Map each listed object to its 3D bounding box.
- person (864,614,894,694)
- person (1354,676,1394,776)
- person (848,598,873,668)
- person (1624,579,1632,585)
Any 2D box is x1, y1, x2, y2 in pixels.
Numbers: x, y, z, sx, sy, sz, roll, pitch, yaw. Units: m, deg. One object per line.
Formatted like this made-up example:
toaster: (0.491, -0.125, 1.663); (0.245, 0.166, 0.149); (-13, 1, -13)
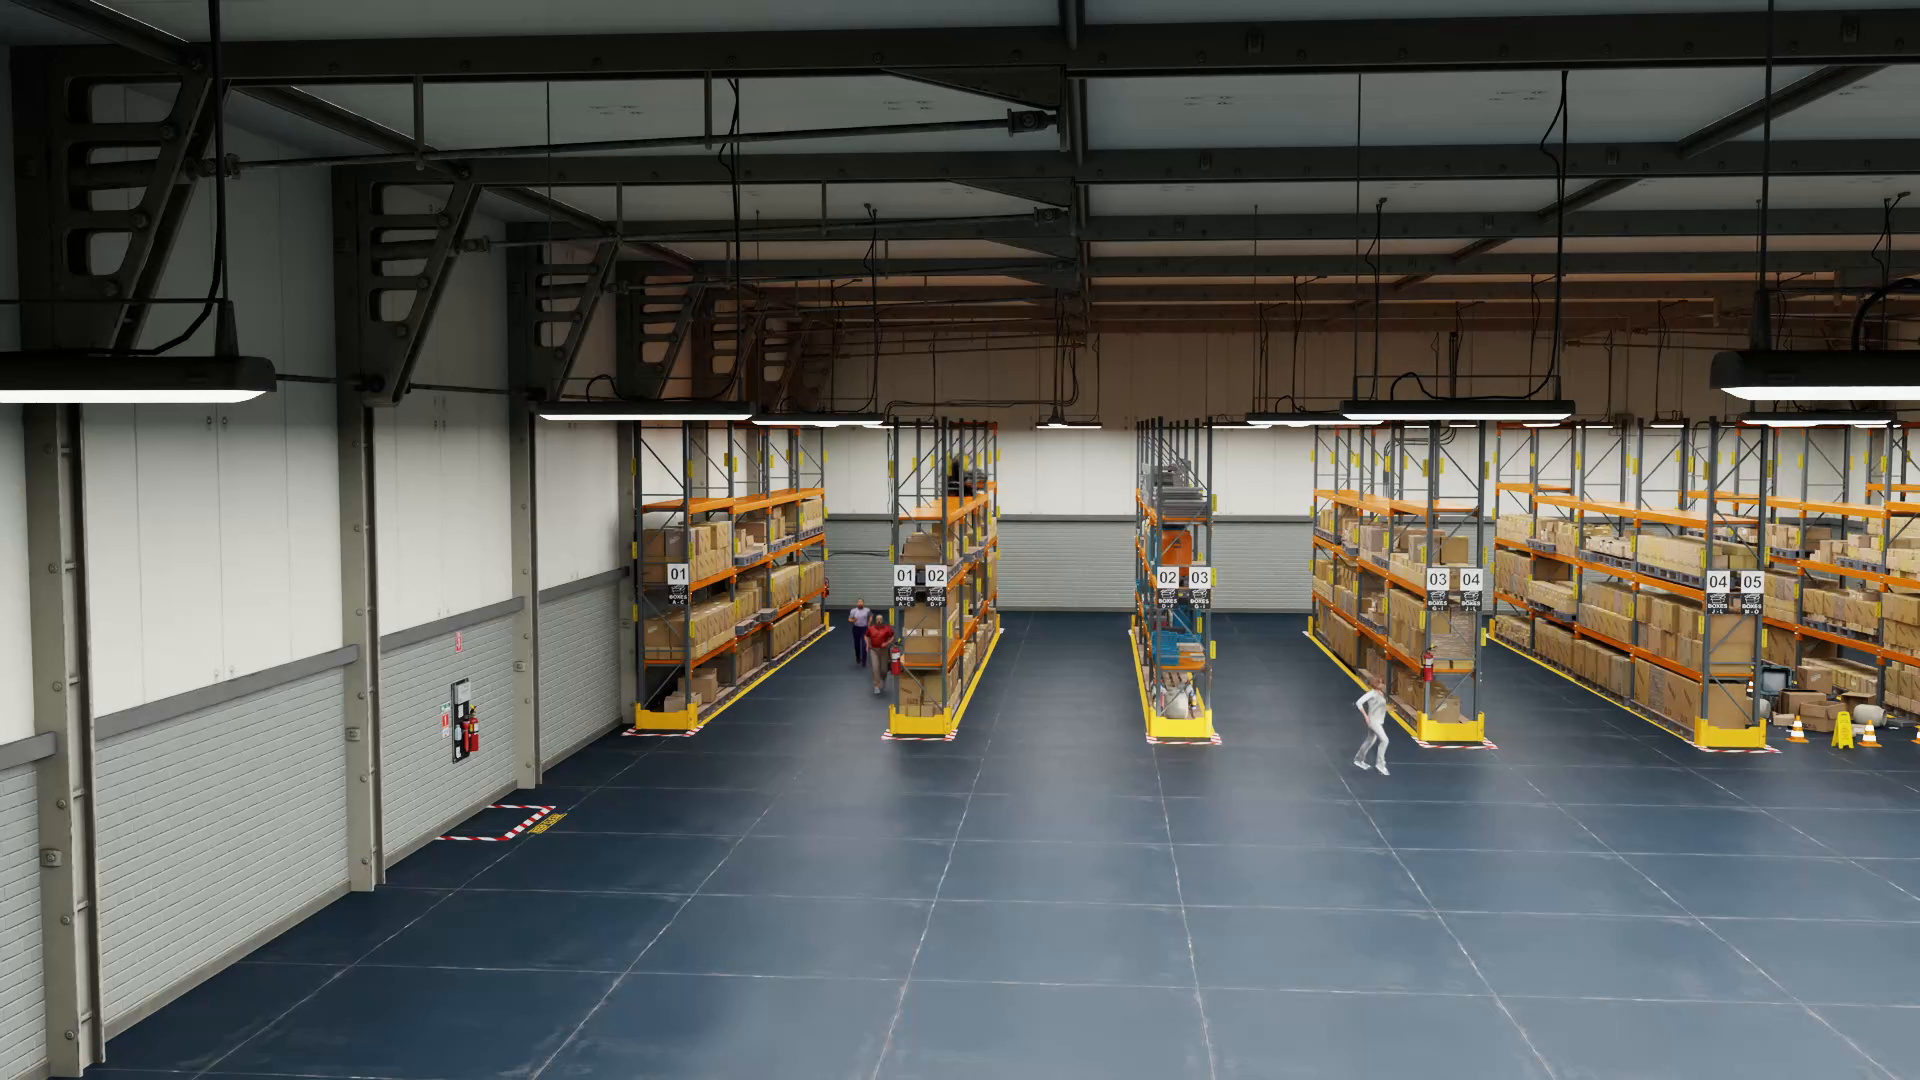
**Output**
person: (-1.763, 2.481, 36.471); (0.684, 1.713, 0.828); (0, 4, -2)
person: (6.942, 3.096, 27.863); (0.680, 1.634, 0.518); (2, 4, 30)
person: (-2.427, 2.229, 40.431); (0.583, 1.645, 0.913); (0, 4, -3)
person: (19.031, 1.773, 47.241); (0.877, 1.774, 0.723); (1, 4, 8)
